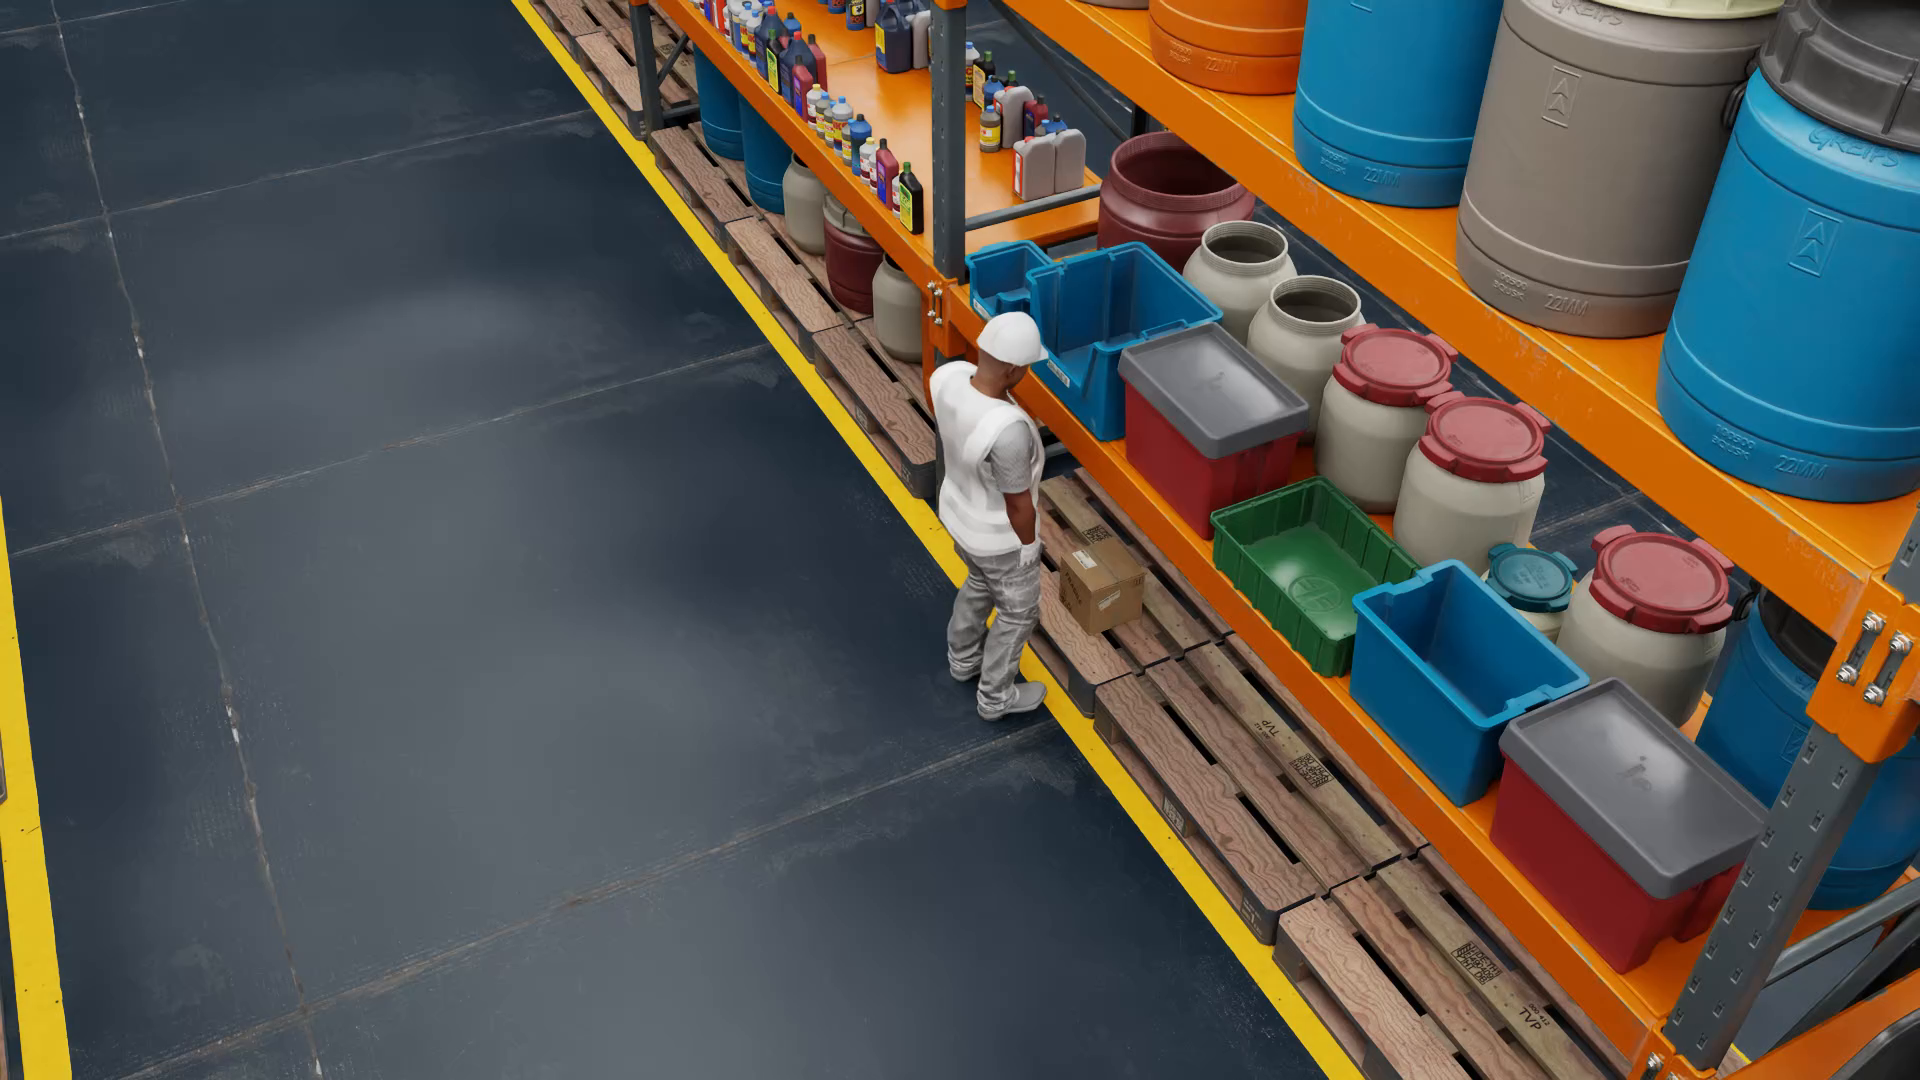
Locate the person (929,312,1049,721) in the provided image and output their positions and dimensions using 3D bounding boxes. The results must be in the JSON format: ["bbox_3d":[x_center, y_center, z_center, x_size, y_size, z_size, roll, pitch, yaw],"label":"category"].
[{"bbox_3d":[0.129,-0.087,6.259,0.389,1.763,0.557,-18,44,-20],"label":"person"}]
